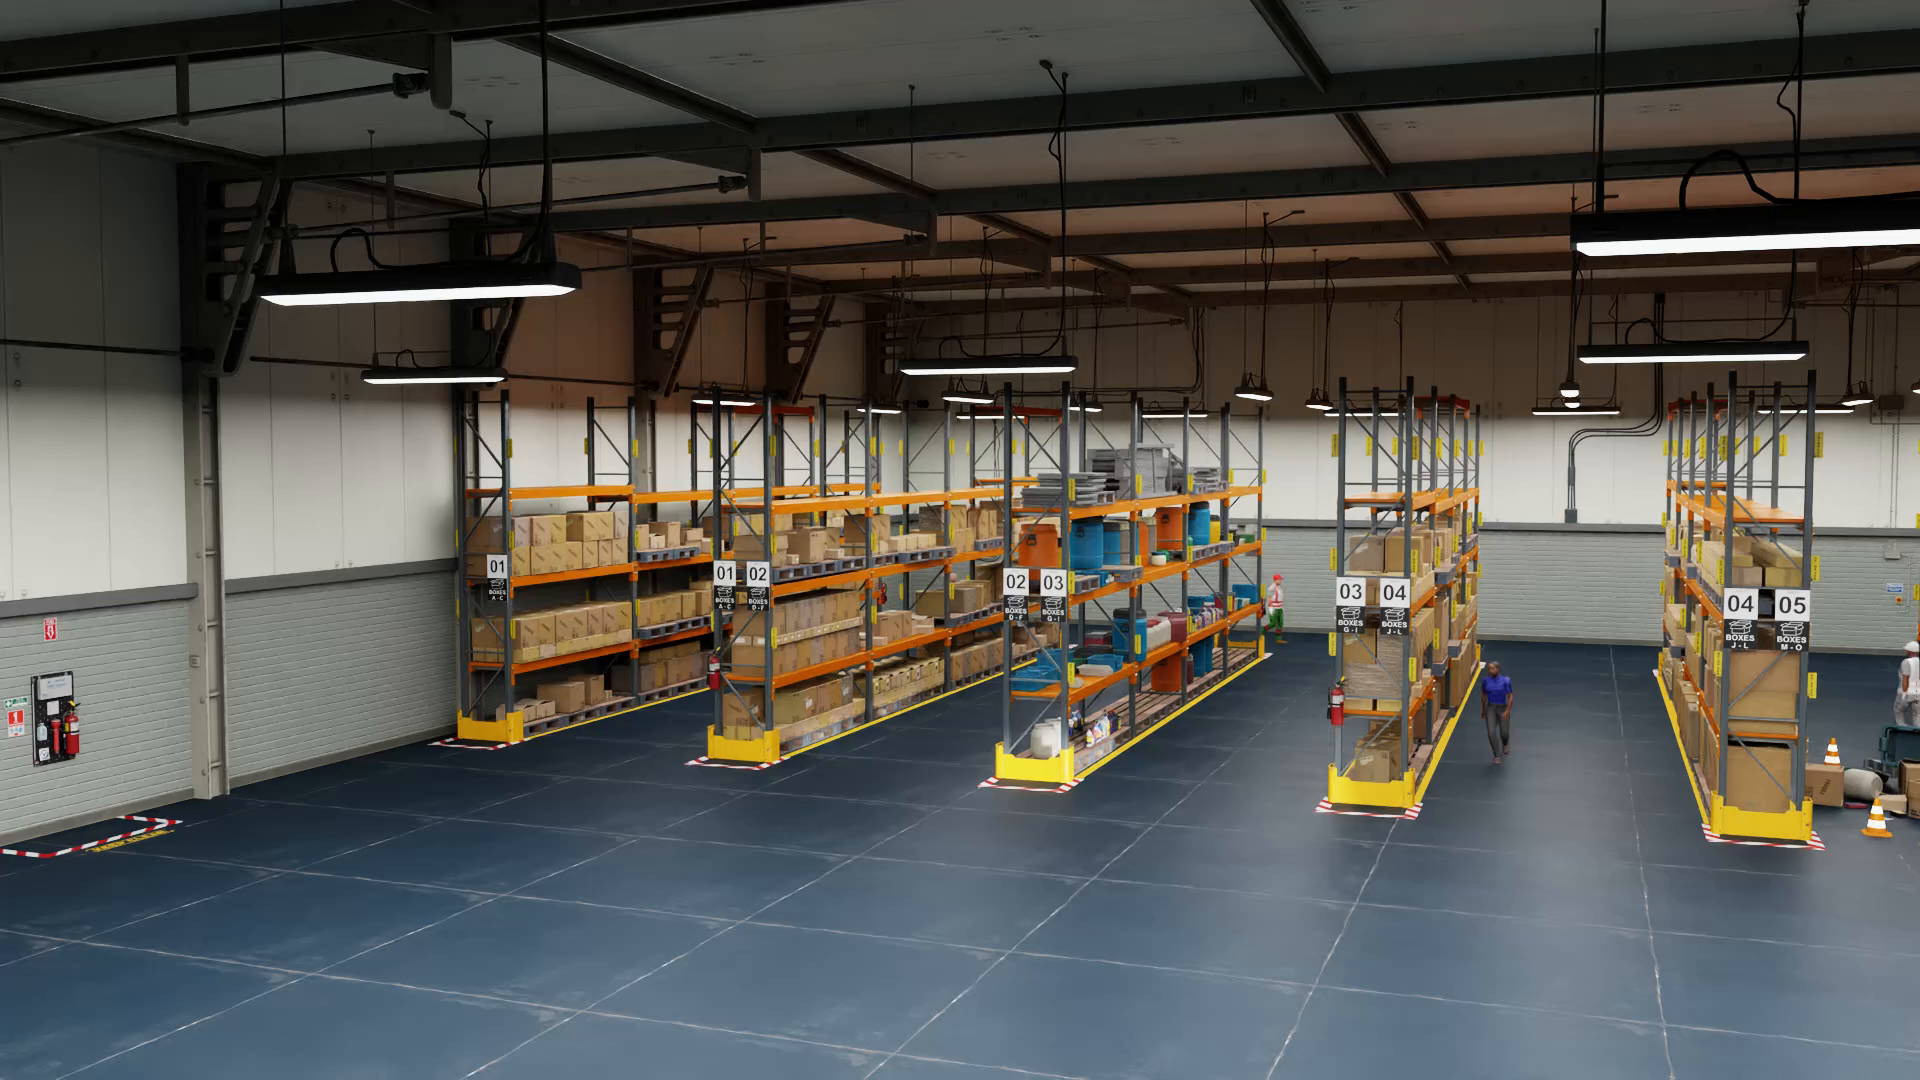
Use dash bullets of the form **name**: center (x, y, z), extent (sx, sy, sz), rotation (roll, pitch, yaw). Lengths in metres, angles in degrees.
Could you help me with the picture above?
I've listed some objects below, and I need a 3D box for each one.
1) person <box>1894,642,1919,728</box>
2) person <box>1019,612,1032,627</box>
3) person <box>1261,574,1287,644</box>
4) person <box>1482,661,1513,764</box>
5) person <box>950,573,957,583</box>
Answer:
- **person**: center (15.878, 2.607, 27.665), extent (0.530, 1.816, 0.555), rotation (0, 3, 8)
- **person**: center (1.731, 1.642, 45.715), extent (0.487, 1.651, 0.533), rotation (-2, 3, -26)
- **person**: center (8.034, 1.760, 42.587), extent (0.687, 1.781, 0.613), rotation (3, 4, 43)
- **person**: center (8.613, 2.733, 26.631), extent (0.498, 1.626, 0.591), rotation (2, 4, 29)
- **person**: center (-0.227, 1.695, 43.846), extent (0.708, 1.651, 0.514), rotation (1, 3, 17)
